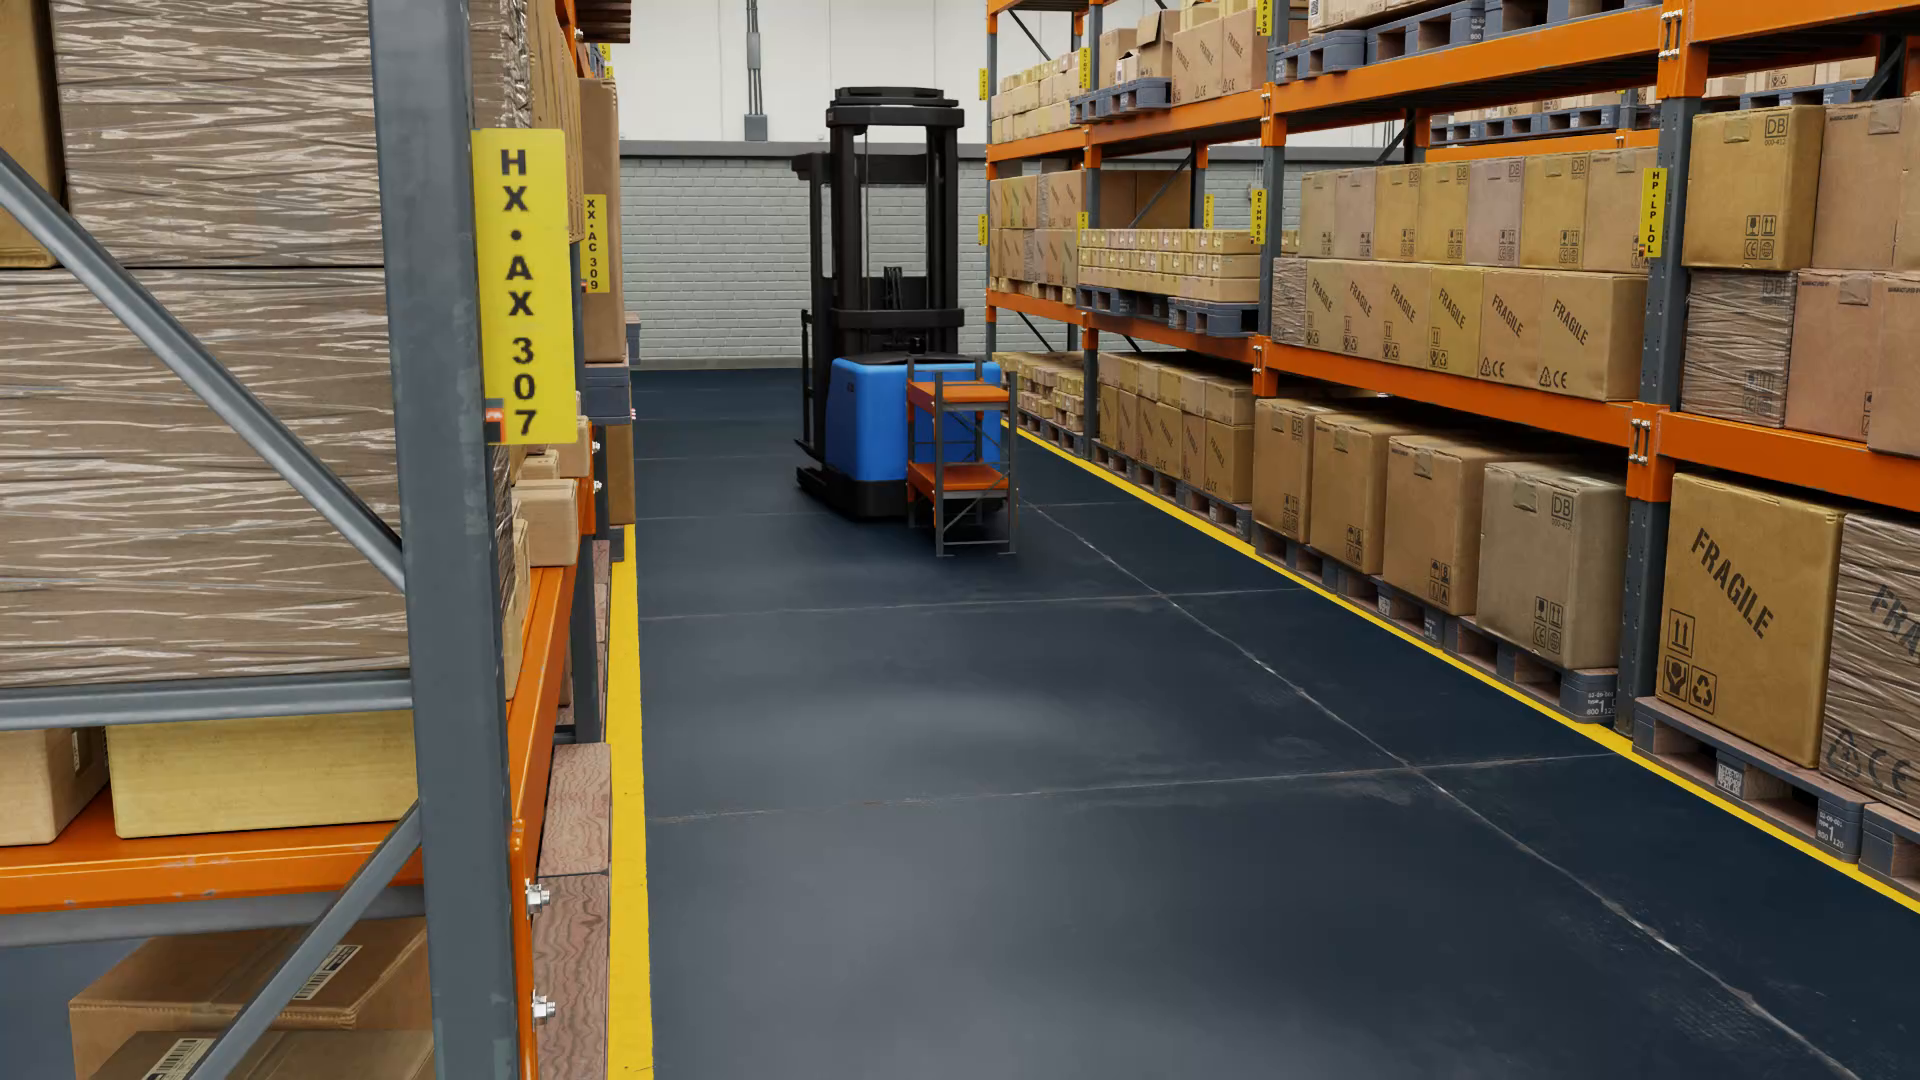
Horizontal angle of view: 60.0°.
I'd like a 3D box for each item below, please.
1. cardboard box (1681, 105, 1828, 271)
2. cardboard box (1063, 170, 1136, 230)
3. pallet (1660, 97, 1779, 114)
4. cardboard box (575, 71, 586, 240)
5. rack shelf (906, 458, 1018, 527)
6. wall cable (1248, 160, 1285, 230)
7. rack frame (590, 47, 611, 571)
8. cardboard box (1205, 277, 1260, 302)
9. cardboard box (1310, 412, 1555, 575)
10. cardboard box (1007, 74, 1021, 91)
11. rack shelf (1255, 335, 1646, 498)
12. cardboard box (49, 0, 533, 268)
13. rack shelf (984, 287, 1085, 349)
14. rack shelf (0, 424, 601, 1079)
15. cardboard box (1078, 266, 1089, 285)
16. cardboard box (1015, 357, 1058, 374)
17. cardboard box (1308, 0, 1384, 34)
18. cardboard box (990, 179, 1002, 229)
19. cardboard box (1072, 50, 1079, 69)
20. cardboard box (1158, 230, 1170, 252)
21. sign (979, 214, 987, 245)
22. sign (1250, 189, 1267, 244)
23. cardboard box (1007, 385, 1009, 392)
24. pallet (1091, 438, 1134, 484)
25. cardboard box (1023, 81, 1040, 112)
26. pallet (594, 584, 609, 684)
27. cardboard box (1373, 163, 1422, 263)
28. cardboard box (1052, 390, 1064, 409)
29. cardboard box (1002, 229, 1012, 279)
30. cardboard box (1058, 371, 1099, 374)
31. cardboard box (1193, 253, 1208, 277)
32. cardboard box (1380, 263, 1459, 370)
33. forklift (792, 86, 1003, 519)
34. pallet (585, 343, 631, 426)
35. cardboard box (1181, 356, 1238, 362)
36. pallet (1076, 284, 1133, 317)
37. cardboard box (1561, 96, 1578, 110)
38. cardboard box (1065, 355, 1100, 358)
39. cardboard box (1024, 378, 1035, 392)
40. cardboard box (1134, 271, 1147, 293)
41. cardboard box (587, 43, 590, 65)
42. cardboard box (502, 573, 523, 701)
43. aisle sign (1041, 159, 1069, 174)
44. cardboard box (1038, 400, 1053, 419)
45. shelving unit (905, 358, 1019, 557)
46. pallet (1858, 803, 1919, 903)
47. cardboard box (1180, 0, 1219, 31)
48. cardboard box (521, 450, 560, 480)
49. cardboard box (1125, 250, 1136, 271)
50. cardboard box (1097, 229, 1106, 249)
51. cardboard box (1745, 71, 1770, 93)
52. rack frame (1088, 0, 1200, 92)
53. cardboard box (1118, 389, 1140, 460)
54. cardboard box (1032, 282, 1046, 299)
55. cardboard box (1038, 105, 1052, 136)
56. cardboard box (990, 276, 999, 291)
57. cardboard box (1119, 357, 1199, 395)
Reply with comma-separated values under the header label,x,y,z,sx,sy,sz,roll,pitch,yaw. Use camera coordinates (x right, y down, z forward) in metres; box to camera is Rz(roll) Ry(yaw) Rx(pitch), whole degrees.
label,x,y,z,sx,sy,sz,roll,pitch,yaw
cardboard box,3.155,-1.248,5.942,0.875,0.550,0.550,-2,11,-11
cardboard box,1.205,-2.943,14.398,0.500,0.500,0.500,-3,11,-13
pallet,6.624,-3.592,14.034,0.805,0.209,1.217,-3,11,-13
cardboard box,-1.410,-1.165,5.057,0.500,0.500,0.500,-2,11,-11
rack shelf,-0.001,-0.314,10.644,0.538,0.278,1.000,-2,11,-11
wall cable,4.500,-4.660,24.356,0.585,1.953,0.123,-2,11,-11
rack frame,-2.546,-1.285,9.423,1.000,3.000,0.127,-2,11,-11
cardboard box,1.792,-1.603,10.645,0.380,0.149,0.250,-2,11,-10
cardboard box,2.543,-0.272,8.998,1.050,0.750,0.750,-2,11,-10
cardboard box,0.683,-4.543,16.517,0.380,0.149,0.250,-2,11,-10
rack shelf,2.728,-0.726,8.413,1.077,0.370,4.000,-2,11,-11
cardboard box,-0.829,-0.614,2.165,0.500,0.500,0.500,-2,11,-11
rack shelf,1.172,-2.193,16.122,1.077,0.370,4.000,-2,11,-11
rack shelf,-1.379,0.169,3.709,1.077,0.370,4.000,-2,11,-11
cardboard box,1.187,-2.174,13.644,0.380,0.149,0.250,-3,11,-14
cardboard box,0.776,-1.764,16.851,0.380,0.149,0.250,-3,11,-14
cardboard box,2.264,-2.991,9.213,0.500,0.311,0.500,-2,11,-11
cardboard box,0.610,-3.508,17.368,0.500,0.500,0.500,-2,11,-11
cardboard box,1.171,-4.117,14.279,0.380,0.149,0.250,-2,11,-10
cardboard box,1.600,-2.082,11.571,0.380,0.149,0.250,-2,11,-11
sign,0.251,-3.319,17.797,0.100,0.325,0.005,-2,11,-11
sign,1.809,-1.955,10.060,0.100,0.325,0.005,-2,11,-11
cardboard box,0.702,-1.567,17.407,0.380,0.149,0.250,-2,11,-11
pallet,1.714,-0.667,13.638,1.003,0.211,1.213,-2,11,-11
cardboard box,0.903,-4.188,15.717,0.500,0.250,0.500,-3,11,-13
pallet,-2.161,0.452,7.757,1.003,0.211,1.213,-2,11,-11
cardboard box,2.618,-1.717,8.755,0.700,0.500,0.500,-2,11,-12
cardboard box,1.054,-1.276,15.083,0.380,0.149,0.250,-3,11,-13
cardboard box,0.729,-2.919,16.949,0.500,0.500,0.500,-2,11,-11
cardboard box,1.119,-1.475,15.334,0.380,0.149,0.250,-2,11,-9
cardboard box,1.743,-1.798,10.876,0.380,0.149,0.250,-2,11,-9
cardboard box,2.456,-1.126,8.324,0.500,0.500,0.500,-2,11,-12
forklift,-0.621,-1.819,12.415,1.130,2.935,3.031,-3,11,-17
pallet,-1.774,-0.602,6.351,1.003,0.211,1.213,-2,11,-11
cardboard box,2.041,-1.305,13.085,0.500,0.250,0.500,-2,11,-8
pallet,1.567,-1.940,13.381,1.003,0.211,1.213,-2,11,-11
cardboard box,5.908,-4.138,15.674,0.380,0.149,0.250,-2,11,-10
cardboard box,1.302,-1.833,17.214,0.380,0.149,0.250,-2,11,-12
cardboard box,0.854,-1.570,16.628,0.380,0.149,0.250,-3,11,-14
cardboard box,1.492,-1.888,12.144,0.380,0.149,0.250,-3,11,-14
cardboard box,-2.103,-2.516,8.270,0.500,0.250,0.500,-2,11,-11
cardboard box,-0.875,0.152,2.546,0.380,0.149,0.250,-2,11,-11
aisle sign,1.063,-4.215,17.867,0.394,0.787,0.004,-2,11,-11
cardboard box,0.949,-1.235,15.665,0.380,0.149,0.250,-2,11,-11
shelving unit,-0.001,-0.554,10.598,0.538,1.125,1.048,-2,11,-11
pallet,3.429,1.024,4.754,1.003,0.211,1.213,-2,11,-11
cardboard box,1.735,-3.645,11.487,0.396,0.266,0.258,-2,11,-11
cardboard box,-1.160,-0.123,3.993,0.380,0.149,0.250,-2,11,-11
cardboard box,1.447,-2.080,12.353,0.380,0.149,0.250,-2,11,-12
cardboard box,1.294,-2.368,13.074,0.380,0.149,0.250,-2,11,-11
cardboard box,6.409,-3.645,13.036,0.396,0.266,0.258,-1,11,-6
rack frame,1.561,-5.127,13.567,1.000,3.000,0.127,-2,11,-11
cardboard box,1.549,-0.916,13.050,0.500,0.500,0.500,-2,11,-8
cardboard box,0.901,-2.385,15.874,0.380,0.149,0.250,-2,11,-10
cardboard box,1.016,-3.845,15.255,0.500,0.250,0.500,-2,11,-12
cardboard box,0.525,-2.719,17.631,0.380,0.149,0.250,-2,11,-11
cardboard box,1.552,-1.284,12.977,0.500,0.250,0.500,-2,11,-9
